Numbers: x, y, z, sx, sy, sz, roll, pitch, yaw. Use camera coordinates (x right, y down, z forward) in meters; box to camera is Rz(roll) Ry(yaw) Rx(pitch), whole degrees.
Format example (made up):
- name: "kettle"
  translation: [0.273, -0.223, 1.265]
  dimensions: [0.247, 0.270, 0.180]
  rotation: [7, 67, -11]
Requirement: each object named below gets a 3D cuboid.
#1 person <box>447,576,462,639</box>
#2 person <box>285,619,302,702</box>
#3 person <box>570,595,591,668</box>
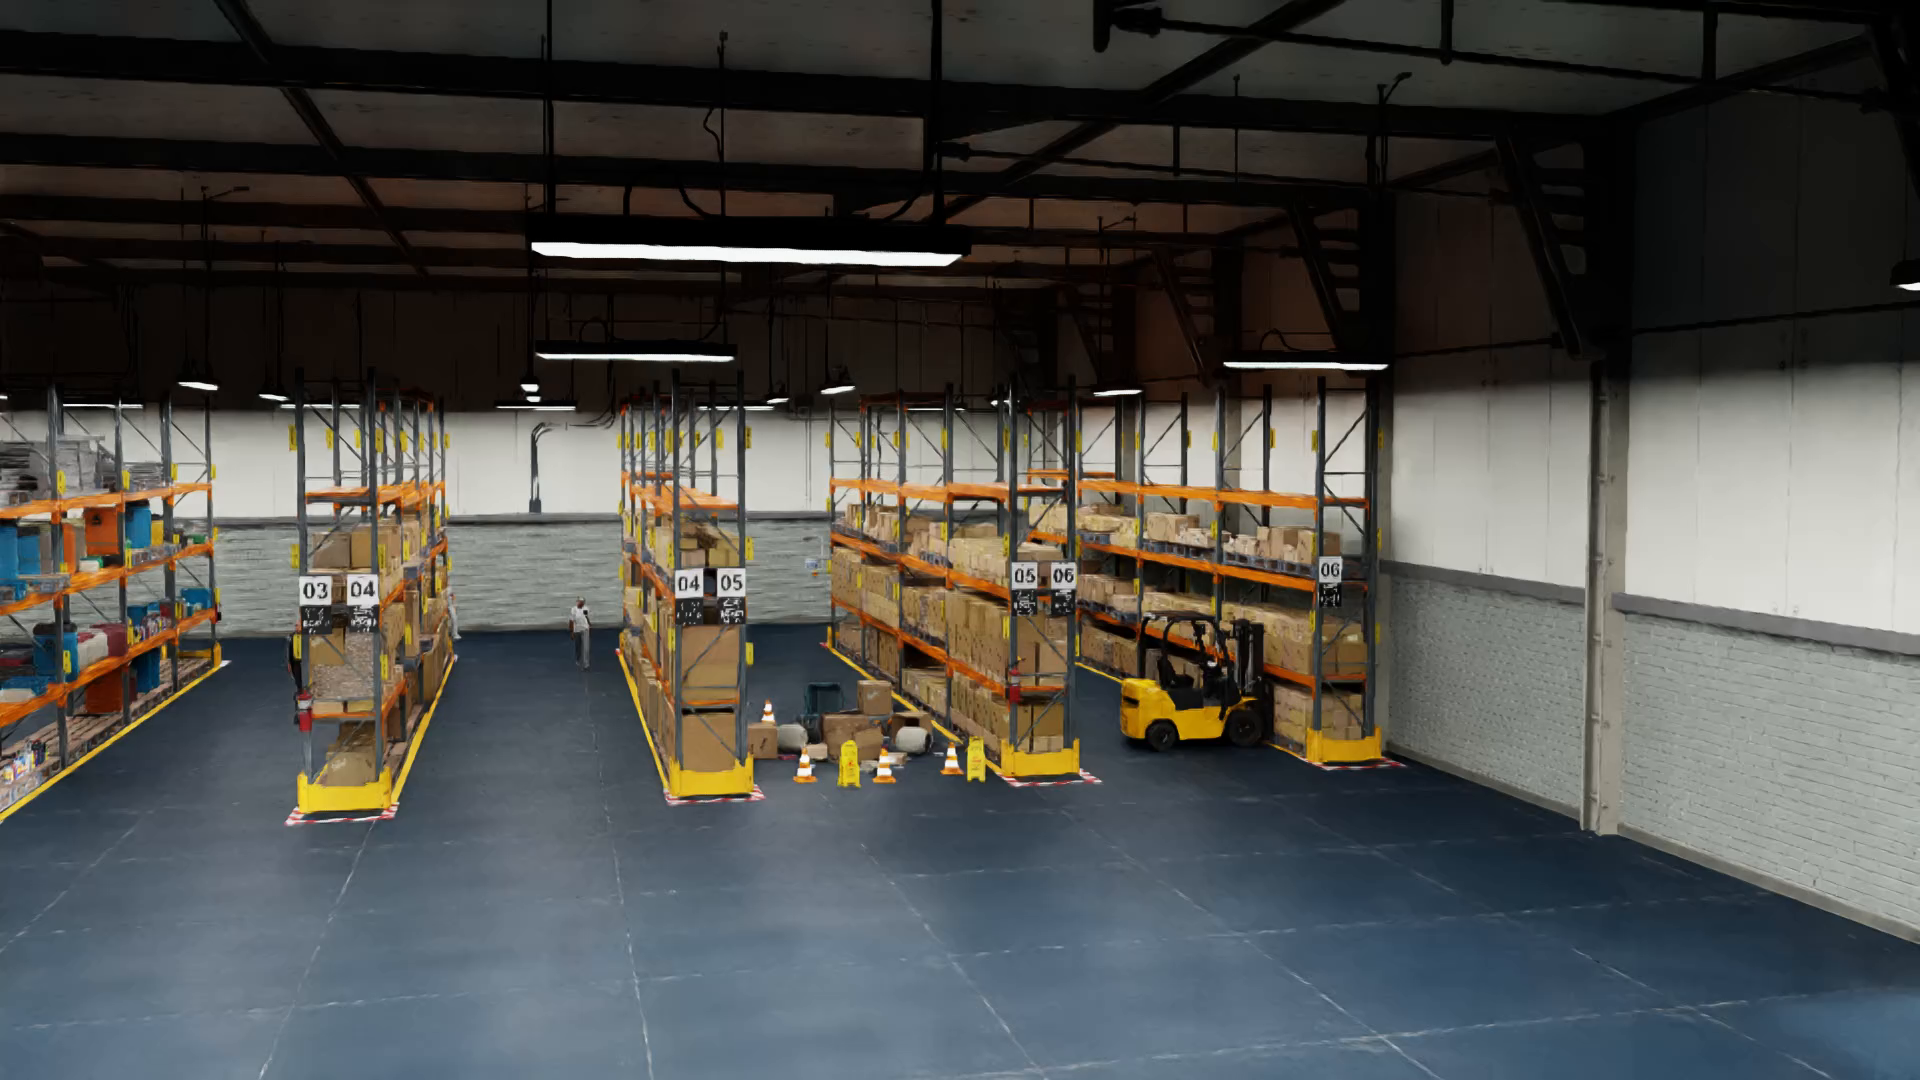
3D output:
- name: "person"
  translation: [-12.980, 1.686, 41.971]
  dimensions: [0.599, 1.602, 0.817]
  rotation: [-2, 4, -31]
- name: "person"
  translation: [-12.387, 2.305, 31.228]
  dimensions: [0.543, 1.648, 1.115]
  rotation: [-1, 3, -12]
- name: "person"
  translation: [-8.387, 1.998, 36.750]
  dimensions: [0.456, 1.589, 1.088]
  rotation: [-1, 3, -11]
